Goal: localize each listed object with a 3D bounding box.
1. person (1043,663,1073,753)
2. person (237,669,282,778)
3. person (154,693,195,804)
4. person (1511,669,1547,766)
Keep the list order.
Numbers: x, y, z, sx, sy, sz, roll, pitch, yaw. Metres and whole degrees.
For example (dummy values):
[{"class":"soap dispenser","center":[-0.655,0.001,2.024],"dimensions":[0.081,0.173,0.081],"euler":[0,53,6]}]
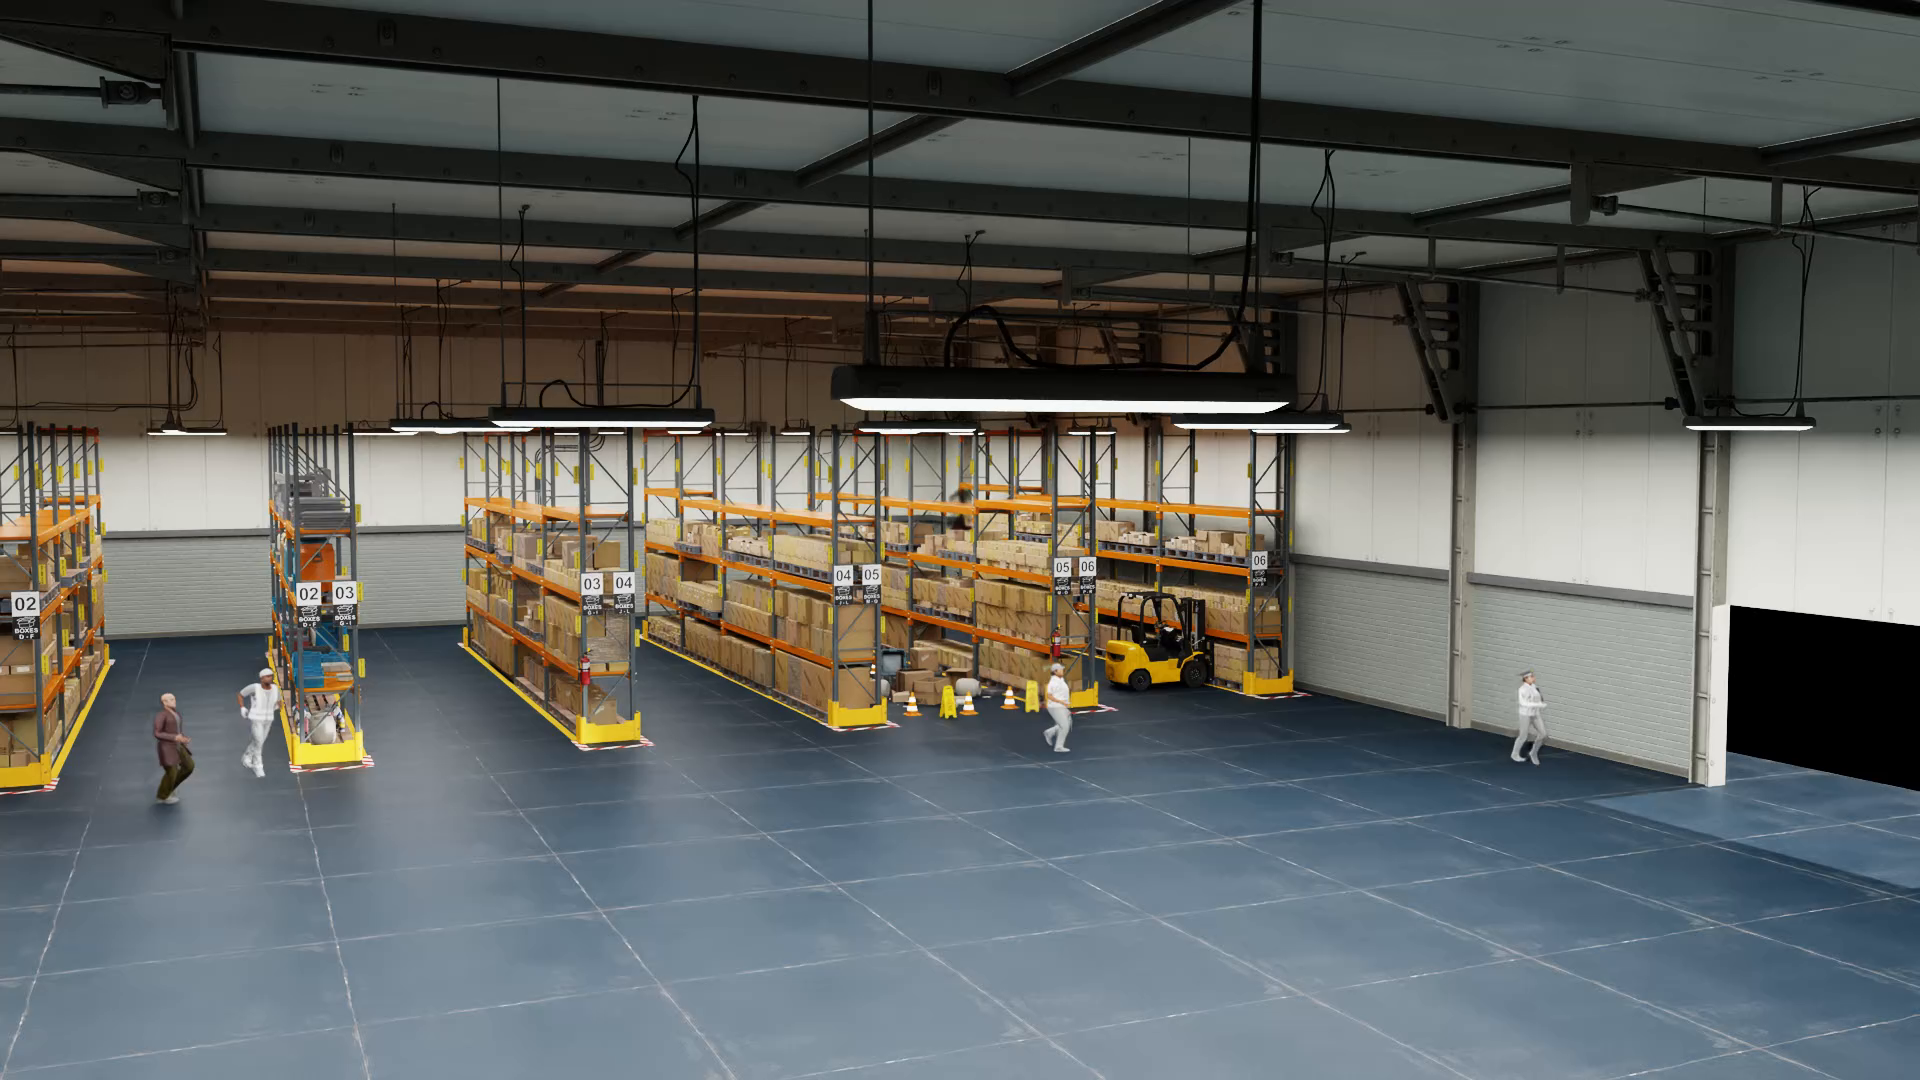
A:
[{"class":"person","center":[1.766,3.057,30.378],"dimensions":[0.578,1.615,0.605],"euler":[1,4,22]},{"class":"person","center":[-11.977,3.099,28.540],"dimensions":[0.918,1.793,0.706],"euler":[2,4,35]},{"class":"person","center":[-12.276,3.254,25.980],"dimensions":[0.654,1.733,0.682],"euler":[0,4,7]},{"class":"person","center":[9.979,3.104,29.091],"dimensions":[0.579,1.713,0.695],"euler":[-2,4,-30]}]
